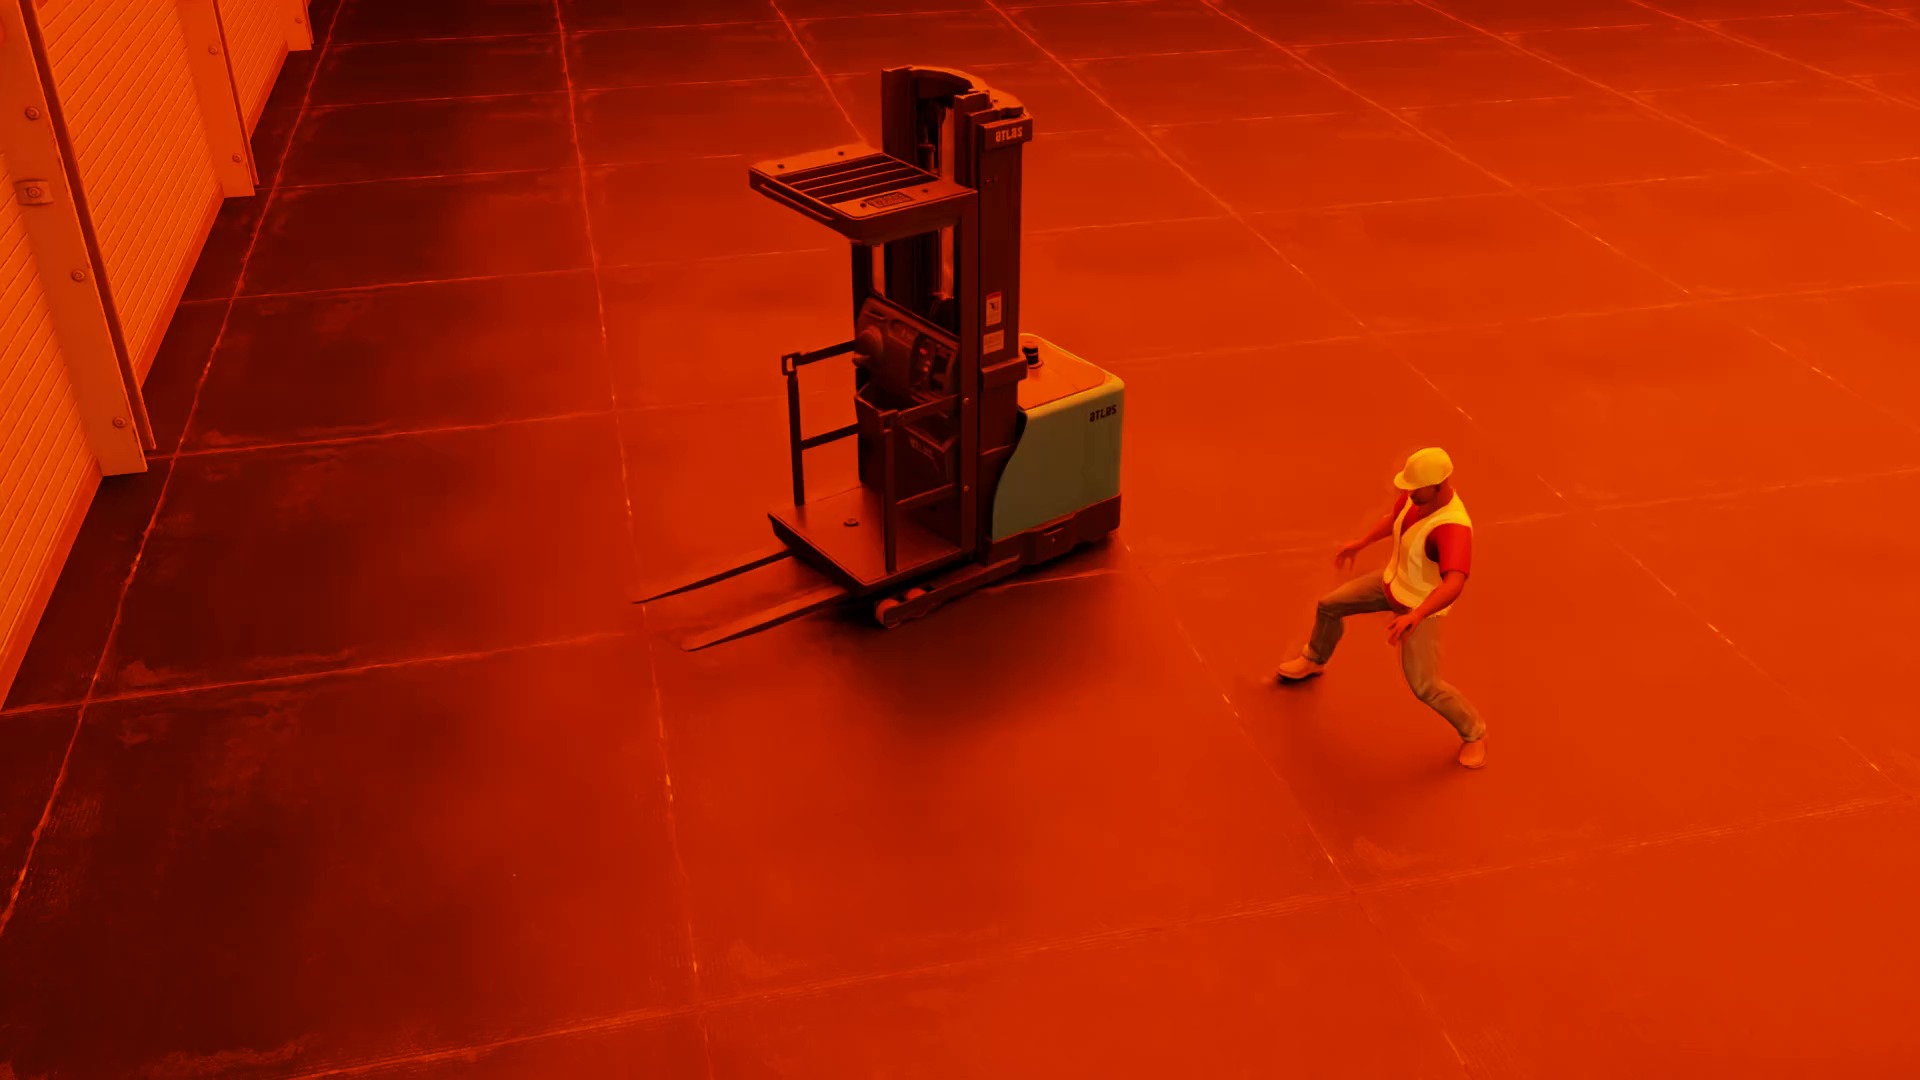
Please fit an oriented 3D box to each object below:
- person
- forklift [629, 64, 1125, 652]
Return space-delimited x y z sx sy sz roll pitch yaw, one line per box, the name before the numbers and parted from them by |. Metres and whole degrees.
person | 2.252 0.275 8.482 0.929 1.613 1.028 -4 30 -7
forklift | -0.476 -1.059 9.403 3.031 2.935 1.130 -20 36 -31
